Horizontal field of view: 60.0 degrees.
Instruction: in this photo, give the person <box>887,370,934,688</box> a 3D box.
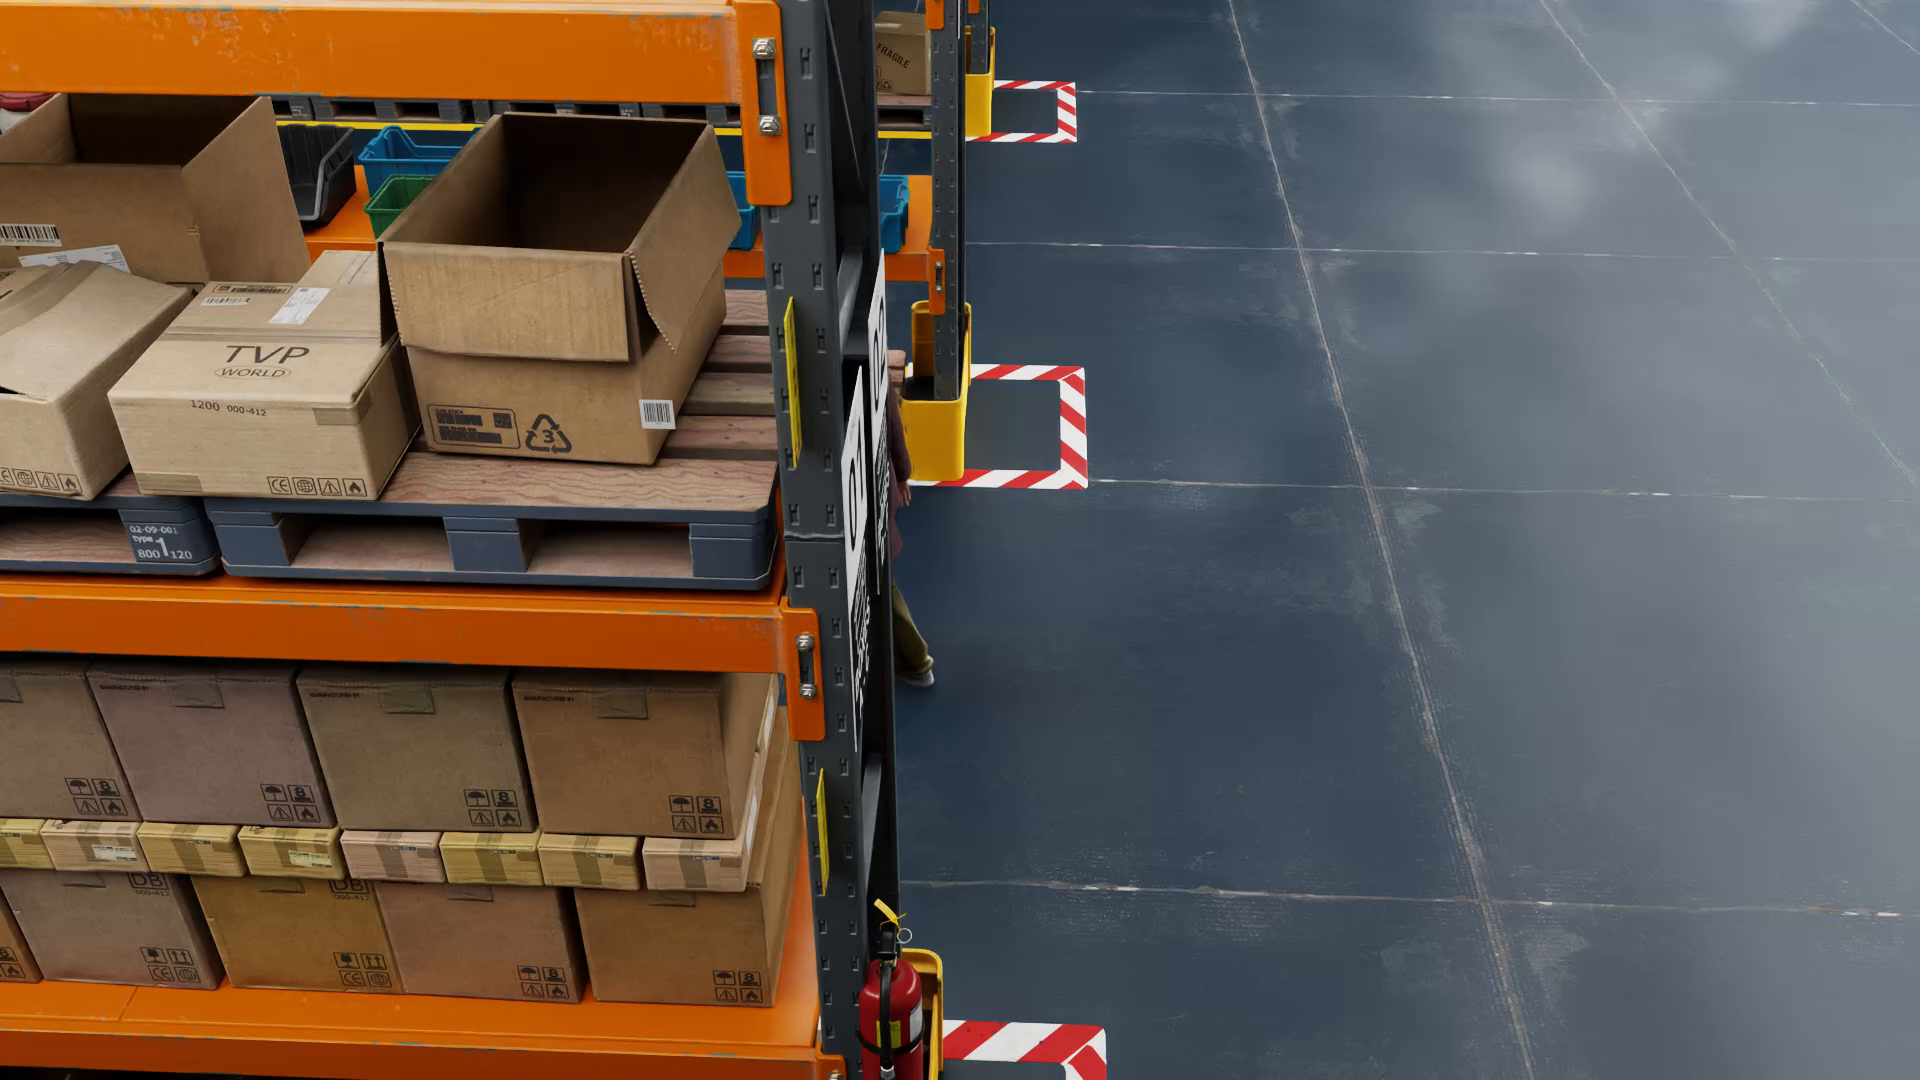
[{"bbox_3d":[-0.465,-0.157,7.353,0.819,1.770,0.669,15,38,20],"label":"person"}]
